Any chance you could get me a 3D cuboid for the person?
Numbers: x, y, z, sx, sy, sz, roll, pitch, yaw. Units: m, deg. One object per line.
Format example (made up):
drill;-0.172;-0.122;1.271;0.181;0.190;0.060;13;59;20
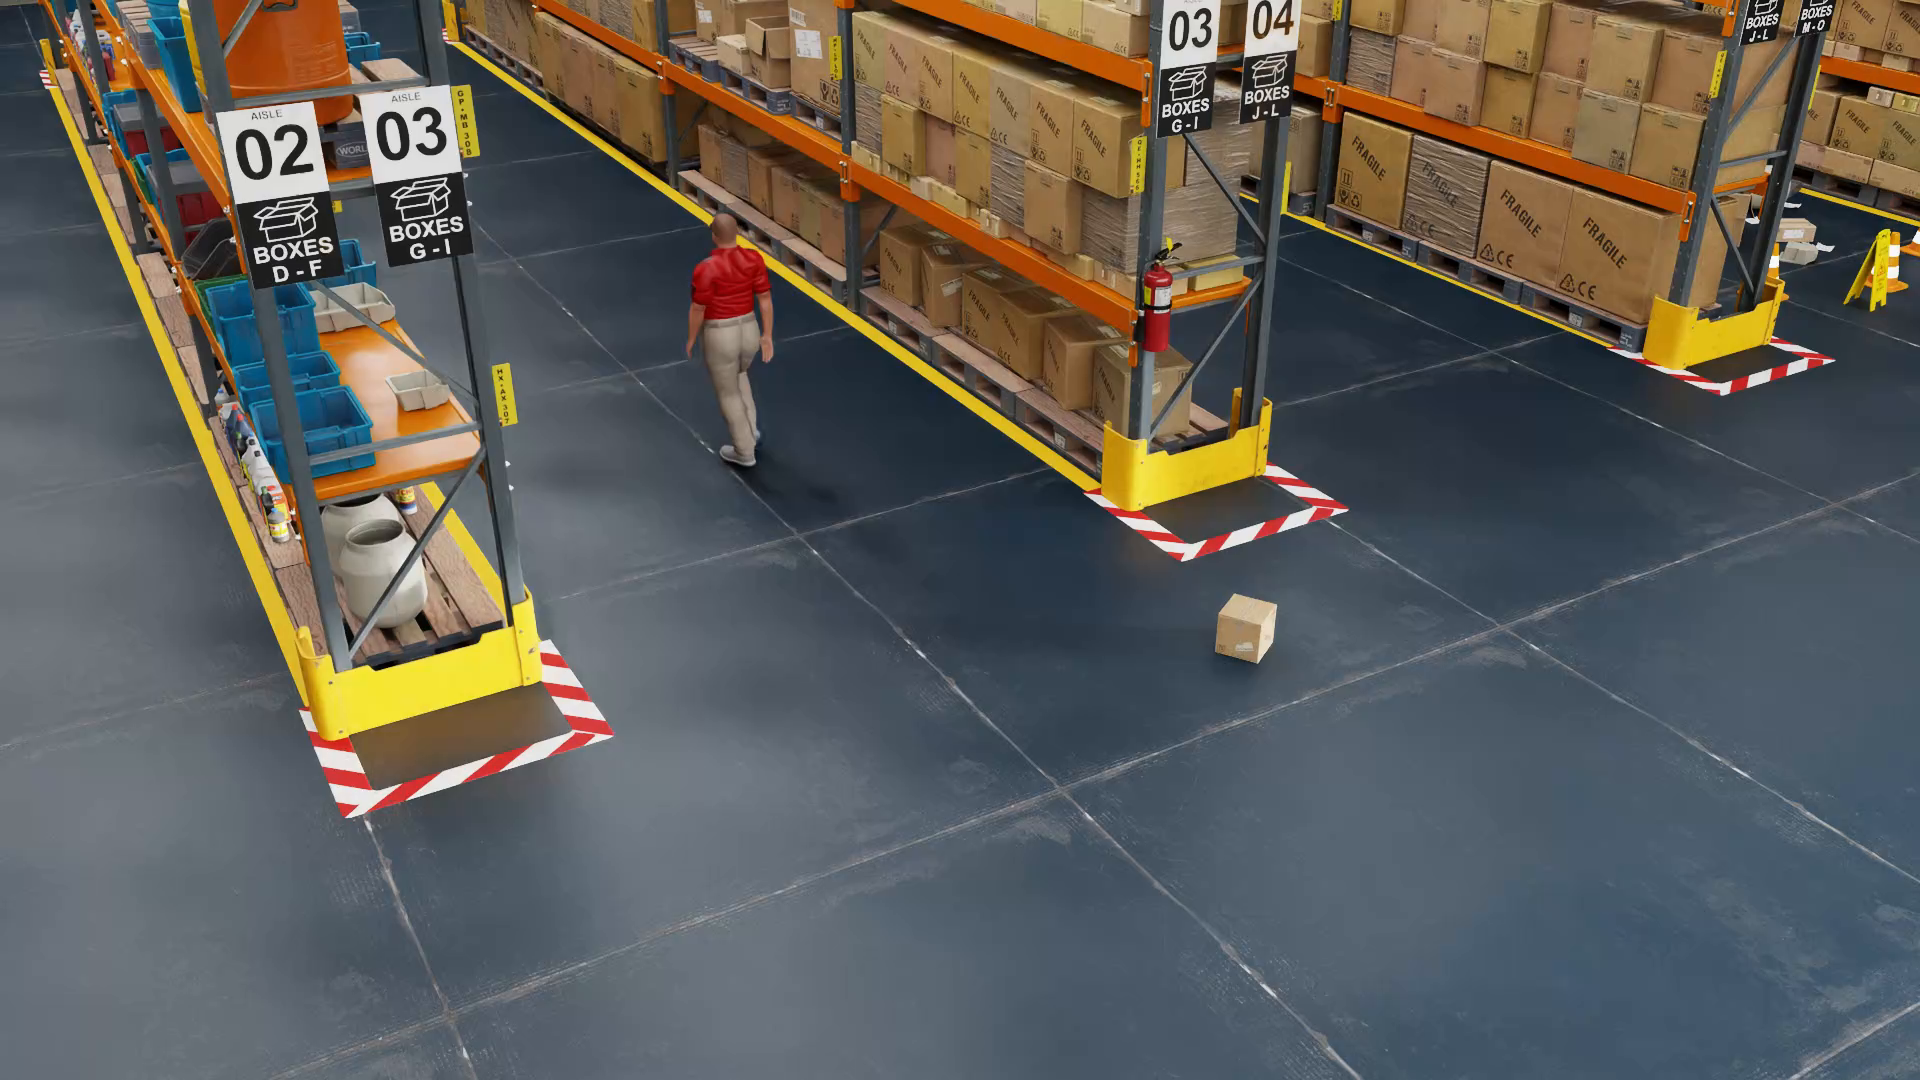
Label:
person;-1.536;-1.303;10.987;0.527;1.786;0.506;-24;37;-37
